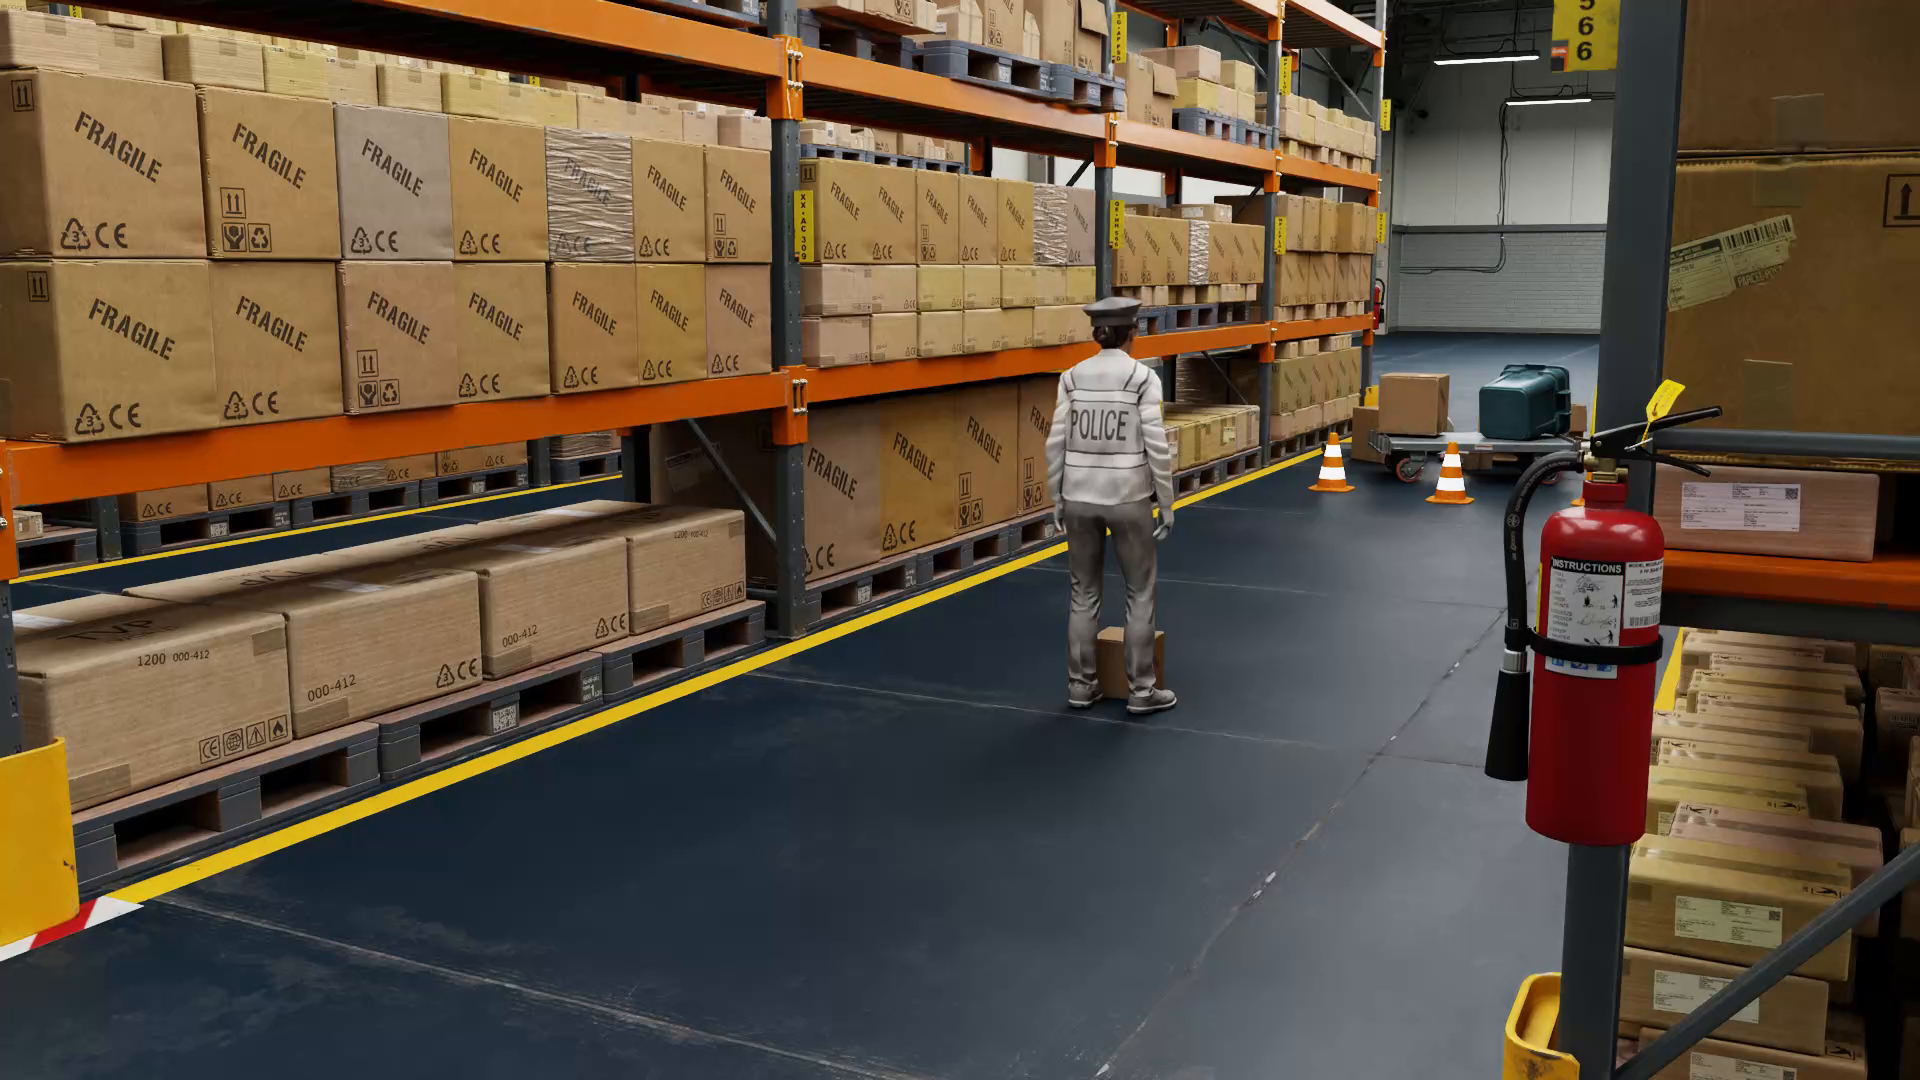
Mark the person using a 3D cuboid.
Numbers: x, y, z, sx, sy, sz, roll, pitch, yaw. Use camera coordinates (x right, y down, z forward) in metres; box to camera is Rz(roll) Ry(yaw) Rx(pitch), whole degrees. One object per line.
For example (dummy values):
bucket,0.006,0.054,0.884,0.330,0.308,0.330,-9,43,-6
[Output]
person,0.609,-0.139,6.722,0.532,1.663,0.377,4,10,25
